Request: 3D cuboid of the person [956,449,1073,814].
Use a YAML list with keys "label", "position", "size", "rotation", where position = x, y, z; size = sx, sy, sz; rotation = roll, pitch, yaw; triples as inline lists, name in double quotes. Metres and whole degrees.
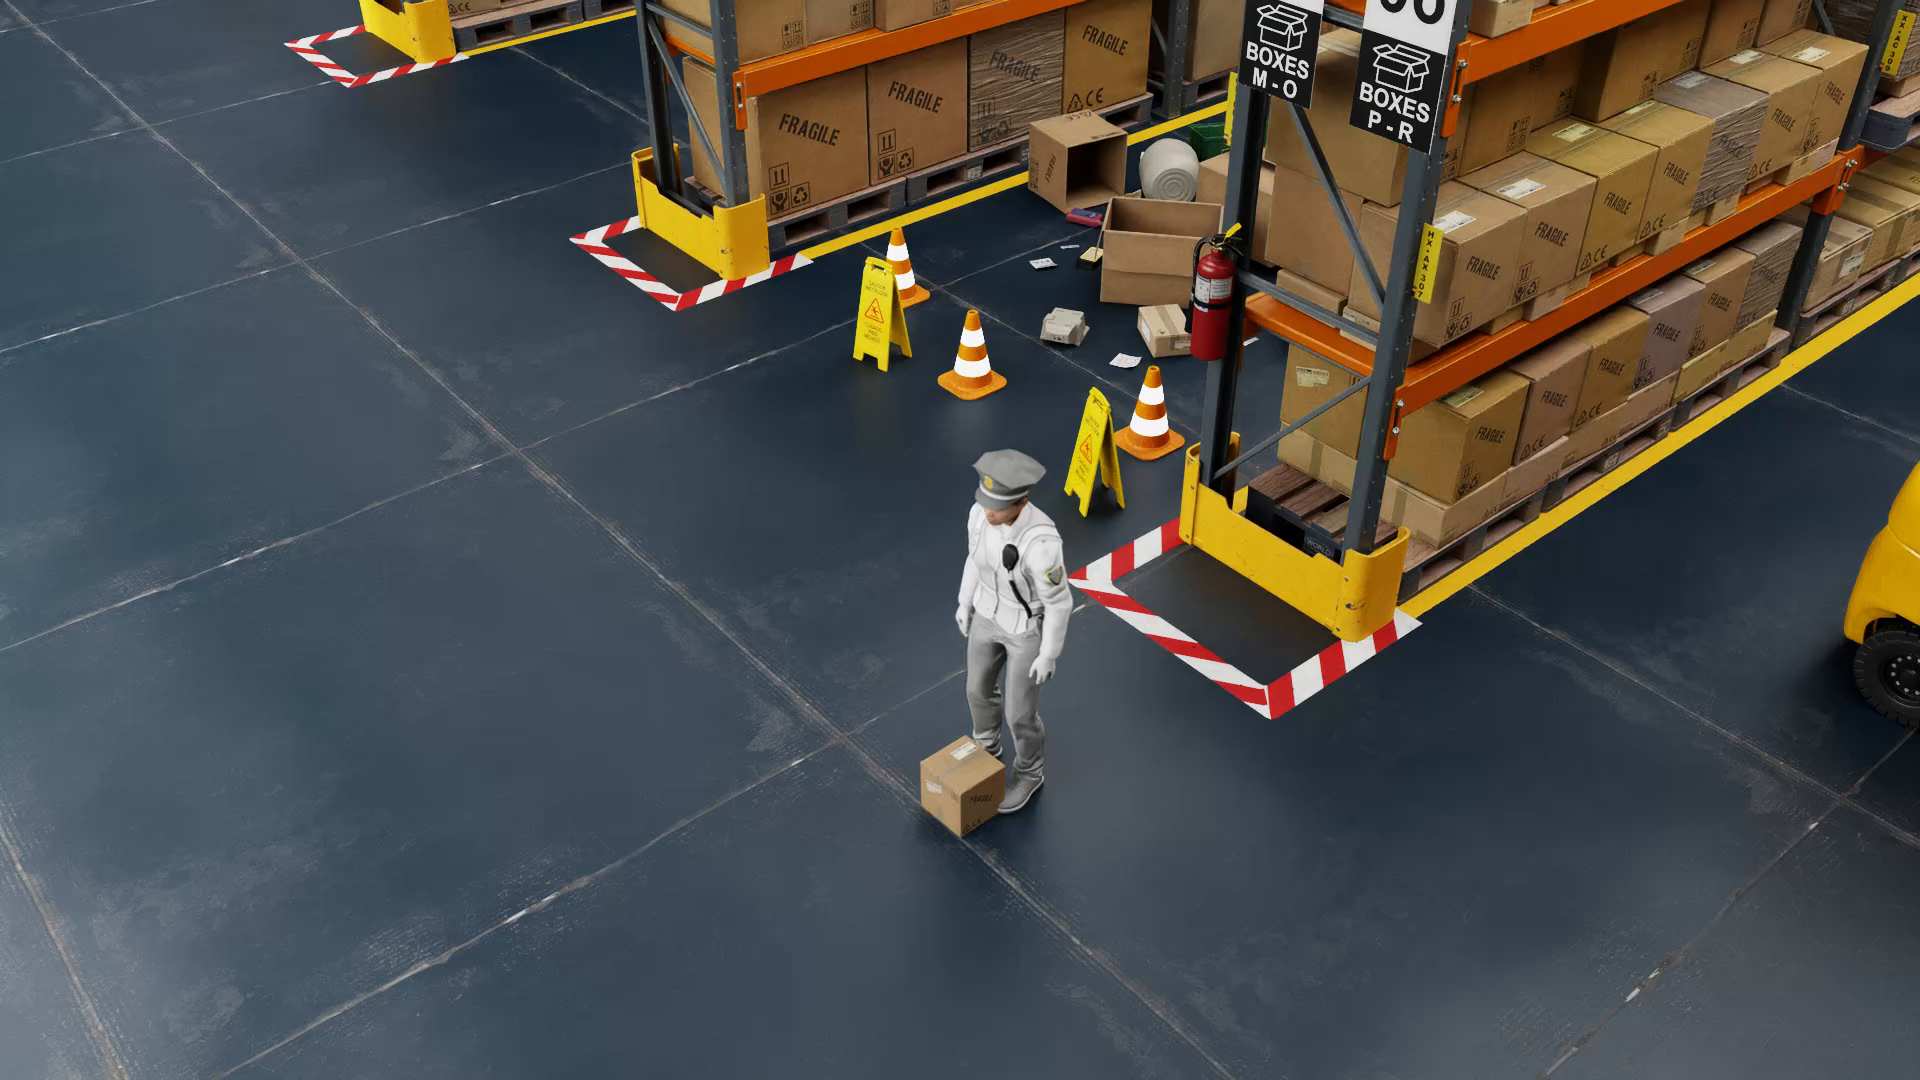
- label: "person"
  position: [0.196, 0.353, 6.590]
  size: [0.374, 1.662, 0.538]
  rotation: [-29, 45, -34]
